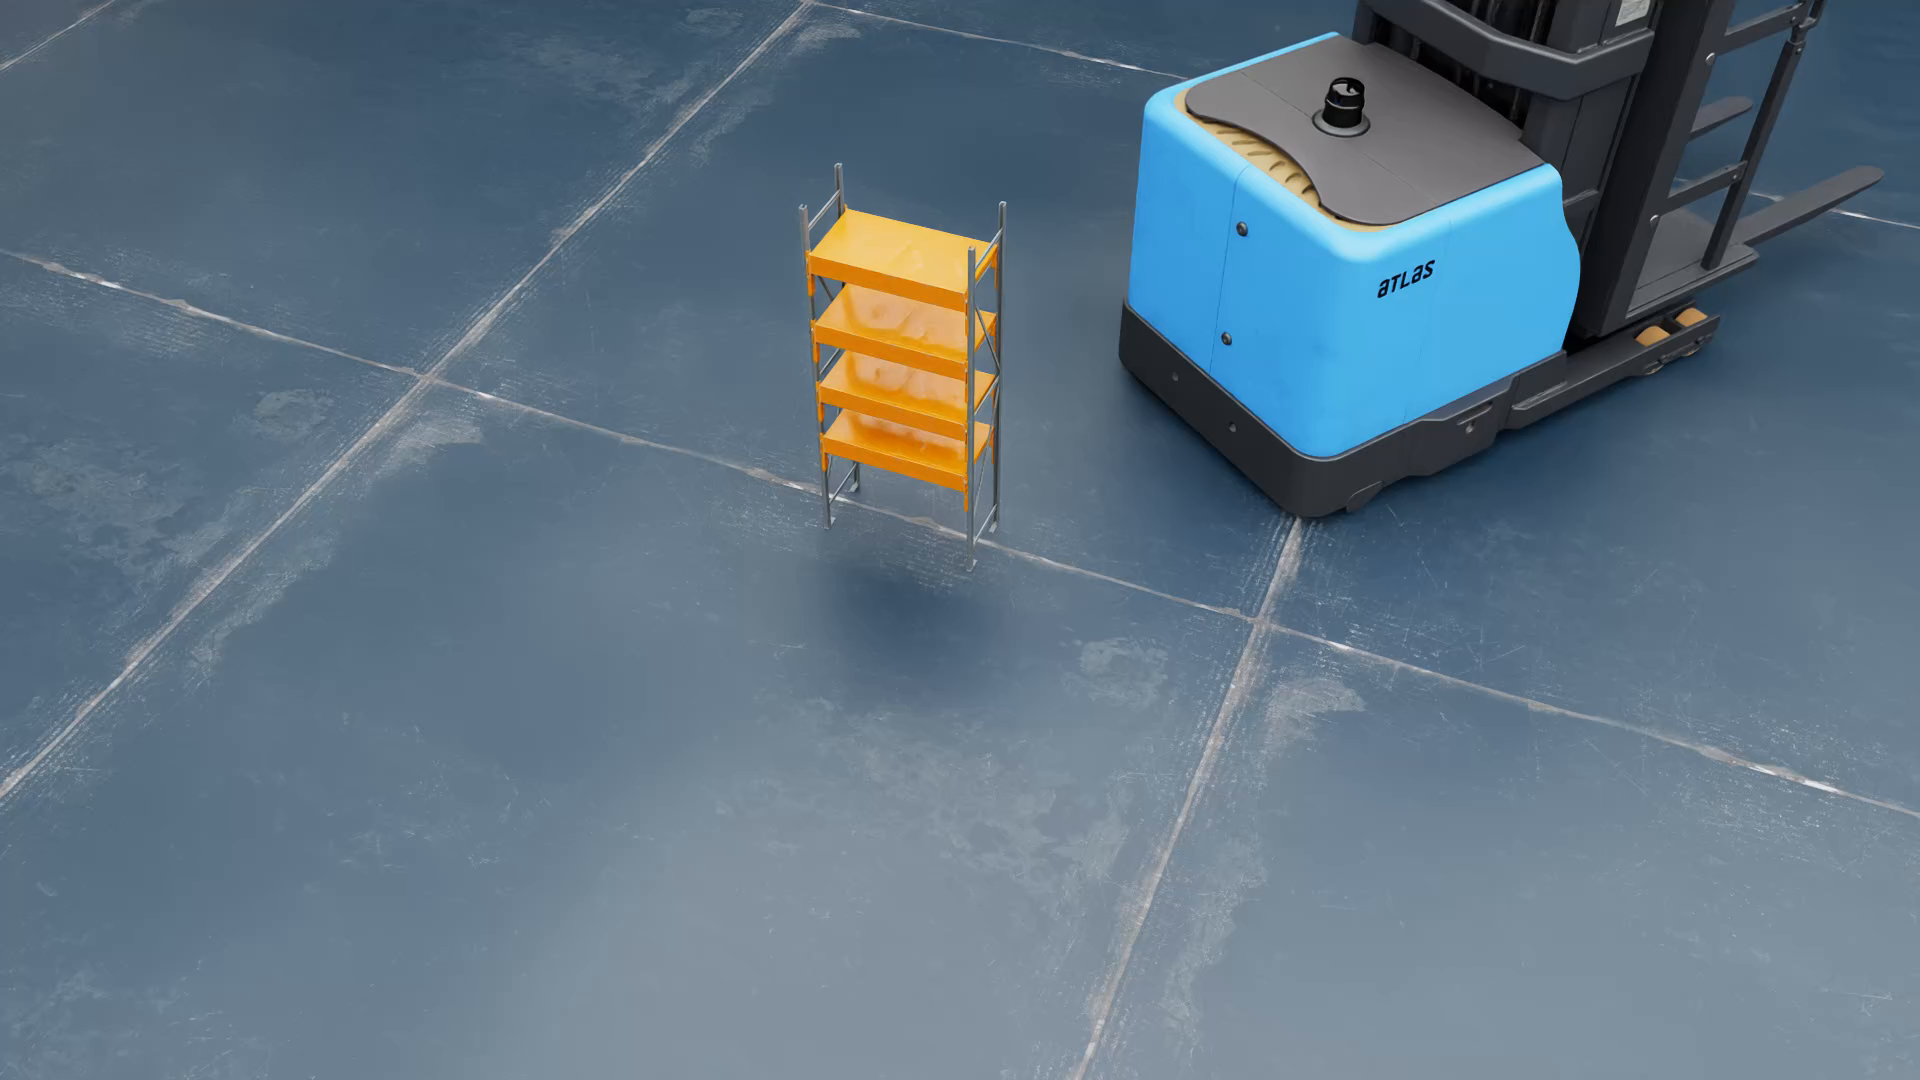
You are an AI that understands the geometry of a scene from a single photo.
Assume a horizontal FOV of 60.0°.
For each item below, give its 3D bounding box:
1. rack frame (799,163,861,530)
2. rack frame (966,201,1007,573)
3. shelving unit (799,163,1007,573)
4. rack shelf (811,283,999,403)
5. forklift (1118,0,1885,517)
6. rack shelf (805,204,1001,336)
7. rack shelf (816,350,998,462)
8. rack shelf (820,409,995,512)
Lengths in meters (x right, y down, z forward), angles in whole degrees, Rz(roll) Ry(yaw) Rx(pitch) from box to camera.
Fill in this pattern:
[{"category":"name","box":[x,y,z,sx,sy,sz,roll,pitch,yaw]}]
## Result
[{"category":"rack frame","box":[-0.378,-0.537,4.939,0.015,1.200,0.240,16,47,16]},{"category":"rack frame","box":[0.072,-0.404,4.805,0.015,1.200,0.240,16,47,16]},{"category":"shelving unit","box":[-0.153,-0.470,4.872,0.503,1.200,0.258,16,47,16]},{"category":"rack shelf","box":[-0.153,-0.581,4.762,0.480,0.148,0.258,16,47,16]},{"category":"forklift","box":[2.072,-1.912,5.094,3.031,2.935,1.130,-24,50,-22]},{"category":"rack shelf","box":[-0.153,-0.749,4.595,0.480,0.148,0.258,16,47,16]},{"category":"rack shelf","box":[-0.153,-0.423,4.919,0.480,0.148,0.258,16,47,16]},{"category":"rack shelf","box":[-0.153,-0.282,5.059,0.480,0.148,0.258,16,47,16]}]
